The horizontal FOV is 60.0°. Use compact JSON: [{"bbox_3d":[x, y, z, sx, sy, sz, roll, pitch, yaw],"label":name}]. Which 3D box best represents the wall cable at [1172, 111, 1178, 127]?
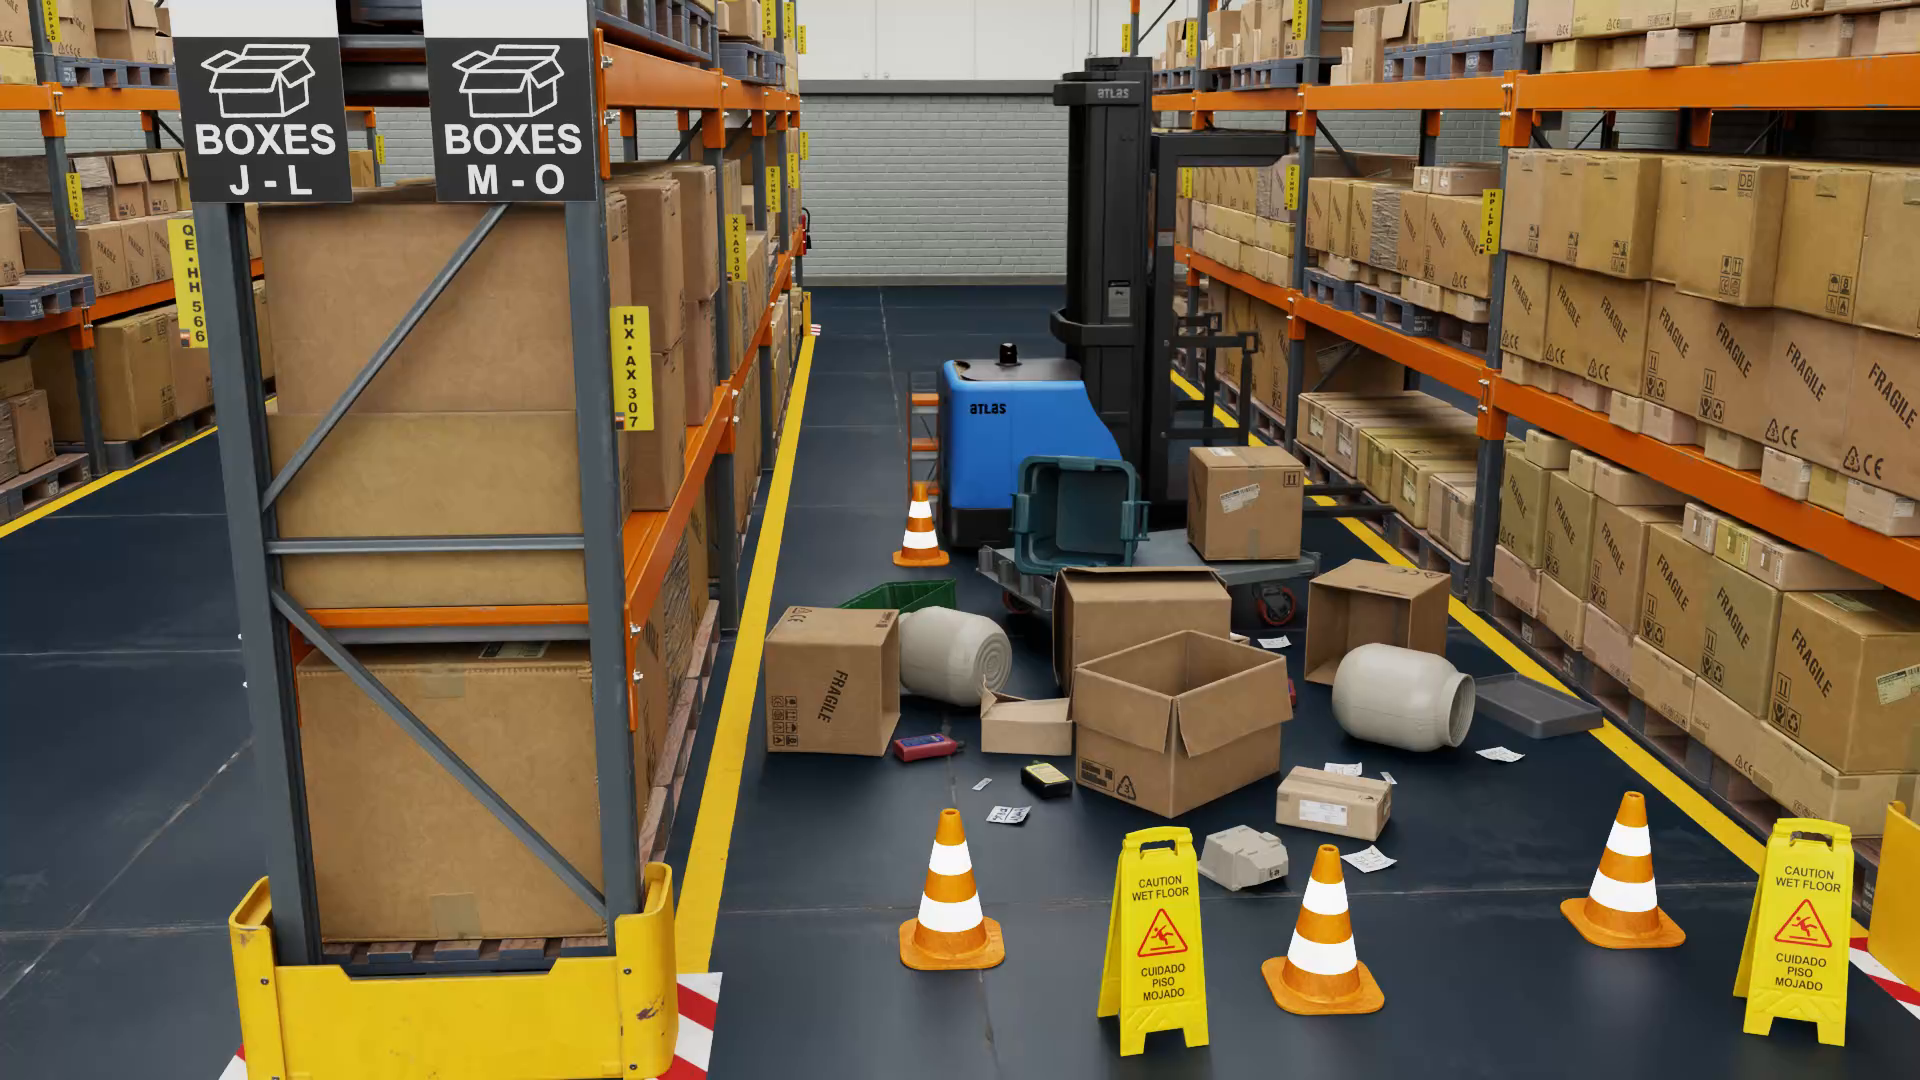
[{"bbox_3d":[3.572,-5.983,25.720,0.588,1.984,0.122,-1,14,-3],"label":"wall cable"}]

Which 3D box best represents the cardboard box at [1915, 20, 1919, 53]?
[{"bbox_3d":[3.172,-1.561,5.060,0.380,0.149,0.250,-1,14,-3],"label":"cardboard box"}]

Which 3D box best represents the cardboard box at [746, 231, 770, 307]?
[{"bbox_3d":[-1.612,-1.913,11.742,0.500,0.500,0.500,-1,14,-3],"label":"cardboard box"}]

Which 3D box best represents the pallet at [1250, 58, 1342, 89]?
[{"bbox_3d":[2.933,-3.595,12.837,1.213,0.211,1.003,0,14,-1],"label":"pallet"}]

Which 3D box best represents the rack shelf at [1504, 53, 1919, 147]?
[{"bbox_3d":[3.398,-1.686,6.485,1.077,0.370,4.000,-1,14,-3],"label":"rack shelf"}]

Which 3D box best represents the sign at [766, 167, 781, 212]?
[{"bbox_3d":[-1.355,-2.543,12.066,0.100,0.325,0.005,-1,14,-3],"label":"sign"}]

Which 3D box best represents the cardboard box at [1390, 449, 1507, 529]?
[{"bbox_3d":[3.191,-0.319,10.179,0.950,0.372,0.625,0,14,0],"label":"cardboard box"}]

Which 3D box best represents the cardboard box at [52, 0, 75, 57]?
[{"bbox_3d":[-6.975,-3.778,12.120,0.797,0.503,0.637,0,14,0],"label":"cardboard box"}]

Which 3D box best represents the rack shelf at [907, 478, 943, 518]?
[{"bbox_3d":[-0.222,-0.239,10.505,0.215,0.259,0.240,-1,14,-4],"label":"rack shelf"}]

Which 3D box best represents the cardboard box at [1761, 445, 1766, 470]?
[{"bbox_3d":[3.242,-0.308,6.206,0.380,0.149,0.250,-1,14,-3],"label":"cardboard box"}]

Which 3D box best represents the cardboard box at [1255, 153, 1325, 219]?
[{"bbox_3d":[2.693,-2.859,13.411,0.500,0.500,0.500,-1,14,-2],"label":"cardboard box"}]

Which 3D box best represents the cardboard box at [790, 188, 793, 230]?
[{"bbox_3d":[-1.973,-3.410,16.962,0.500,0.500,0.500,-1,14,-3],"label":"cardboard box"}]

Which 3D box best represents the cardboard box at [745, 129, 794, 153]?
[{"bbox_3d":[-1.989,-4.015,17.306,0.500,0.500,0.500,-1,14,-3],"label":"cardboard box"}]

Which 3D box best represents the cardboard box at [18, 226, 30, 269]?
[{"bbox_3d":[-7.143,-2.089,12.424,0.500,0.500,0.500,0,14,-2],"label":"cardboard box"}]

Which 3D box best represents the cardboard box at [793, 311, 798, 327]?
[{"bbox_3d":[-1.965,-2.412,18.164,0.380,0.149,0.250,-1,14,-3],"label":"cardboard box"}]

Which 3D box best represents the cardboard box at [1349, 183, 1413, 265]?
[{"bbox_3d":[2.902,-2.093,11.002,0.500,0.500,0.500,-1,14,-2],"label":"cardboard box"}]

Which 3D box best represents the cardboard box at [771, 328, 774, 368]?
[{"bbox_3d":[-1.709,-1.504,13.021,0.500,0.250,0.500,-2,15,-6],"label":"cardboard box"}]

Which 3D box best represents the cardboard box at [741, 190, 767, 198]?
[{"bbox_3d":[-1.877,-2.983,14.568,0.380,0.149,0.250,-1,14,-5],"label":"cardboard box"}]

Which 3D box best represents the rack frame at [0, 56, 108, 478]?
[{"bbox_3d":[-6.865,-1.921,11.974,1.000,3.000,0.127,-1,14,-3],"label":"rack frame"}]

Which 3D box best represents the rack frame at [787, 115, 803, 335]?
[{"bbox_3d":[-2.404,-3.962,19.907,1.000,3.000,0.127,-1,14,-3],"label":"rack frame"}]

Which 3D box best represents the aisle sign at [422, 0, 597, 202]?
[{"bbox_3d":[-1.109,-1.229,4.067,0.394,0.787,0.004,-1,14,-3],"label":"aisle sign"}]

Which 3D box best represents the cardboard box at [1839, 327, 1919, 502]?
[{"bbox_3d":[3.213,-0.408,5.294,0.500,0.500,0.500,-1,14,-4],"label":"cardboard box"}]

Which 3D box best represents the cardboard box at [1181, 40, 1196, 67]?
[{"bbox_3d":[2.419,-4.862,16.611,0.396,0.266,0.258,0,14,-2],"label":"cardboard box"}]

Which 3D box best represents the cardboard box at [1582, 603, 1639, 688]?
[{"bbox_3d":[3.121,0.464,7.378,0.500,0.250,0.500,-1,14,-4],"label":"cardboard box"}]

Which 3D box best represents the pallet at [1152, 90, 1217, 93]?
[{"bbox_3d":[2.587,-5.289,19.222,1.003,0.211,1.213,-1,14,-3],"label":"pallet"}]

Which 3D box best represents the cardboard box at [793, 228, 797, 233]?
[{"bbox_3d":[-2.054,-3.576,18.910,0.380,0.149,0.250,0,14,-2],"label":"cardboard box"}]

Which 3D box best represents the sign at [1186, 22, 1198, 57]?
[{"bbox_3d":[2.224,-4.802,15.952,0.100,0.325,0.005,-1,14,-3],"label":"sign"}]

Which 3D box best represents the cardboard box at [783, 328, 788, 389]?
[{"bbox_3d":[-1.827,-1.653,15.103,0.500,0.500,0.500,-1,14,-5],"label":"cardboard box"}]

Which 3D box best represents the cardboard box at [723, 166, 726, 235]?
[{"bbox_3d":[-1.792,-2.013,10.124,0.700,0.500,0.500,-1,14,-4],"label":"cardboard box"}]

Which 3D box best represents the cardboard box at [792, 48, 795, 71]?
[{"bbox_3d":[-2.059,-5.219,18.070,0.500,0.250,0.500,-1,14,-3],"label":"cardboard box"}]

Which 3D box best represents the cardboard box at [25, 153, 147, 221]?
[{"bbox_3d":[-6.932,-2.800,13.174,0.797,0.503,0.637,-1,14,-2],"label":"cardboard box"}]

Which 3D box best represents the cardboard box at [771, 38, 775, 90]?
[{"bbox_3d":[-1.752,-3.868,13.321,0.500,0.500,0.500,-1,14,-3],"label":"cardboard box"}]

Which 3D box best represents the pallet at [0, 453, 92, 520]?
[{"bbox_3d":[-6.818,-0.376,11.566,1.003,0.211,1.213,-1,14,-3],"label":"pallet"}]

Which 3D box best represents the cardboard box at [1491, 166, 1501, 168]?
[{"bbox_3d":[3.428,-2.180,10.039,0.380,0.149,0.250,0,14,0],"label":"cardboard box"}]

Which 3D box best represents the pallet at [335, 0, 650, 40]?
[{"bbox_3d":[-1.469,-1.577,4.795,1.003,0.211,1.213,-1,14,-3],"label":"pallet"}]

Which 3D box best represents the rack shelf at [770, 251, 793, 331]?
[{"bbox_3d":[-2.032,-2.122,14.197,1.077,0.370,4.000,-1,14,-3],"label":"rack shelf"}]

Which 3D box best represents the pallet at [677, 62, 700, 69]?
[{"bbox_3d":[-1.766,-2.565,8.841,0.805,0.209,1.217,-1,15,-6],"label":"pallet"}]

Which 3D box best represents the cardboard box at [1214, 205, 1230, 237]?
[{"bbox_3d":[2.589,-2.870,14.957,0.500,0.250,0.500,-1,14,-3],"label":"cardboard box"}]

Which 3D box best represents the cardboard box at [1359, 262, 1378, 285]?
[{"bbox_3d":[2.905,-1.805,11.184,0.380,0.149,0.250,0,14,0],"label":"cardboard box"}]

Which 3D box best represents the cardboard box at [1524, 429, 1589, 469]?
[{"bbox_3d":[2.989,-0.446,8.107,0.380,0.149,0.250,-1,14,-3],"label":"cardboard box"}]

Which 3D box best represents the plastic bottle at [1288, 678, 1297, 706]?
[{"bbox_3d":[1.482,0.693,7.708,0.133,0.061,0.283,2,15,6],"label":"plastic bottle"}]

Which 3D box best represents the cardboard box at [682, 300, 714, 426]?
[{"bbox_3d":[-1.569,-0.823,7.403,0.875,0.550,0.550,-1,14,-3],"label":"cardboard box"}]

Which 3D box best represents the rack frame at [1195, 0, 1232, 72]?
[{"bbox_3d":[2.778,-5.974,15.687,1.000,3.000,0.127,-1,14,-3],"label":"rack frame"}]

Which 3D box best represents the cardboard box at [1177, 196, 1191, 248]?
[{"bbox_3d":[2.494,-3.229,16.855,0.500,0.500,0.500,-1,14,-3],"label":"cardboard box"}]

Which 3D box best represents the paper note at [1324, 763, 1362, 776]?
[{"bbox_3d":[1.573,0.941,6.831,0.148,0.019,0.142,4,15,16],"label":"paper note"}]

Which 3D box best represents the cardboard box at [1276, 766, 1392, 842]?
[{"bbox_3d":[1.424,1.001,6.336,0.380,0.149,0.250,7,16,26],"label":"cardboard box"}]

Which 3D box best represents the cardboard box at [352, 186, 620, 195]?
[{"bbox_3d":[-1.523,-0.807,5.175,0.875,0.550,0.550,-1,14,-3],"label":"cardboard box"}]

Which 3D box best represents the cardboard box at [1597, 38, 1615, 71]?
[{"bbox_3d":[3.134,-2.203,7.554,0.380,0.149,0.250,-1,14,-3],"label":"cardboard box"}]

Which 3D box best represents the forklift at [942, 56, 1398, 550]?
[{"bbox_3d":[1.413,-1.456,10.305,3.031,2.935,1.130,-1,14,-4],"label":"forklift"}]

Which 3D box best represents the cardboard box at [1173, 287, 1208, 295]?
[{"bbox_3d":[2.736,-2.636,19.052,0.875,0.438,0.875,0,14,-2],"label":"cardboard box"}]

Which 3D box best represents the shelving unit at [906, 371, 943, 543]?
[{"bbox_3d":[-0.222,-0.518,10.433,0.215,1.050,0.252,-1,14,-4],"label":"shelving unit"}]

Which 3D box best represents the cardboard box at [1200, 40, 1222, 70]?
[{"bbox_3d":[2.460,-4.530,15.521,0.396,0.266,0.258,-1,14,-4],"label":"cardboard box"}]
